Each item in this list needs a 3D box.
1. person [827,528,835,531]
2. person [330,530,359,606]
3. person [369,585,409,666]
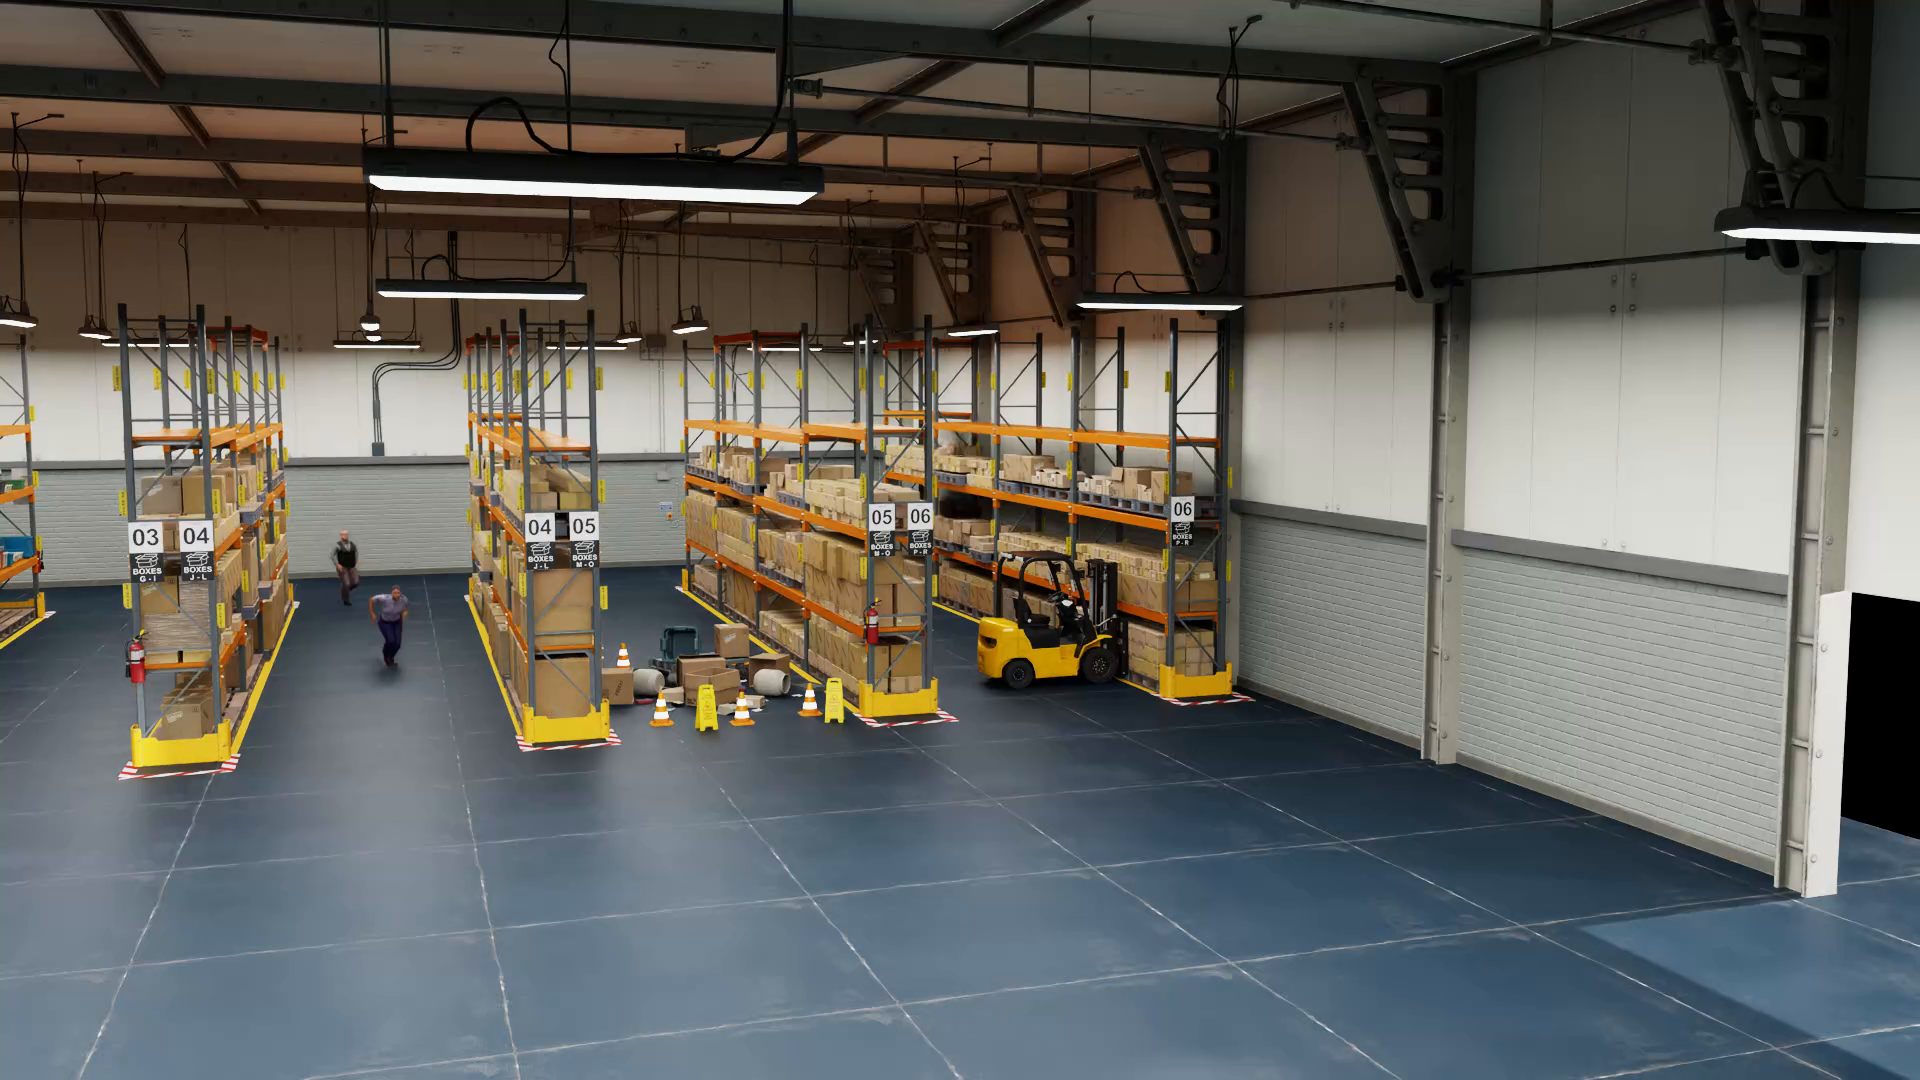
[{"bbox_3d":[-2.908,0.278,37.663,0.726,1.858,0.919,-3,6,-29],"label":"person"},{"bbox_3d":[-13.788,0.627,37.408,0.522,1.687,0.687,5,7,41],"label":"person"},{"bbox_3d":[-9.986,1.507,29.116,0.636,1.481,0.854,-4,7,-38],"label":"person"}]
